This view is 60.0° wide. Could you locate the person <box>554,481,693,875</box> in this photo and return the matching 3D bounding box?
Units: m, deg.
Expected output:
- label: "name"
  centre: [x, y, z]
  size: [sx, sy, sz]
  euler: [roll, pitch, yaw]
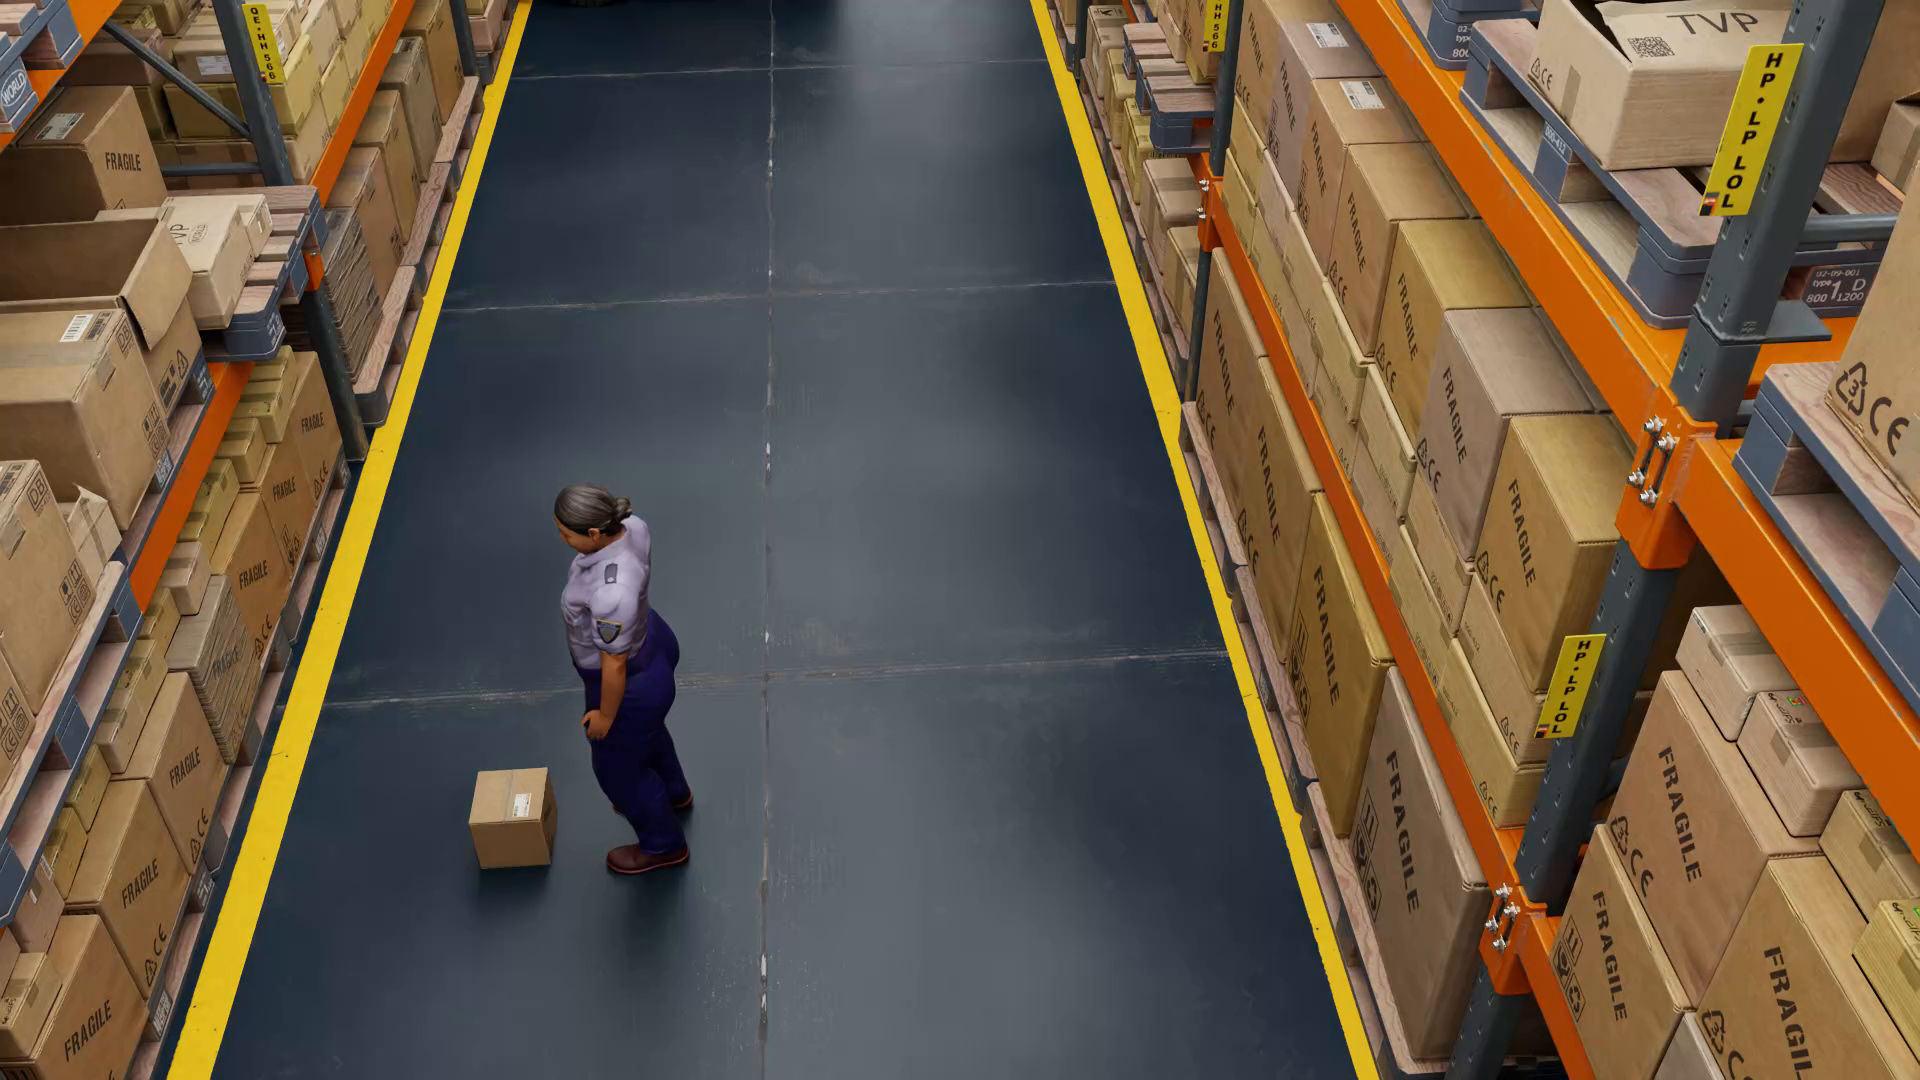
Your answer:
- label: "person"
  centre: [-1.125, 0.469, 5.613]
  size: [0.338, 1.644, 0.476]
  euler: [-2, 39, -3]
